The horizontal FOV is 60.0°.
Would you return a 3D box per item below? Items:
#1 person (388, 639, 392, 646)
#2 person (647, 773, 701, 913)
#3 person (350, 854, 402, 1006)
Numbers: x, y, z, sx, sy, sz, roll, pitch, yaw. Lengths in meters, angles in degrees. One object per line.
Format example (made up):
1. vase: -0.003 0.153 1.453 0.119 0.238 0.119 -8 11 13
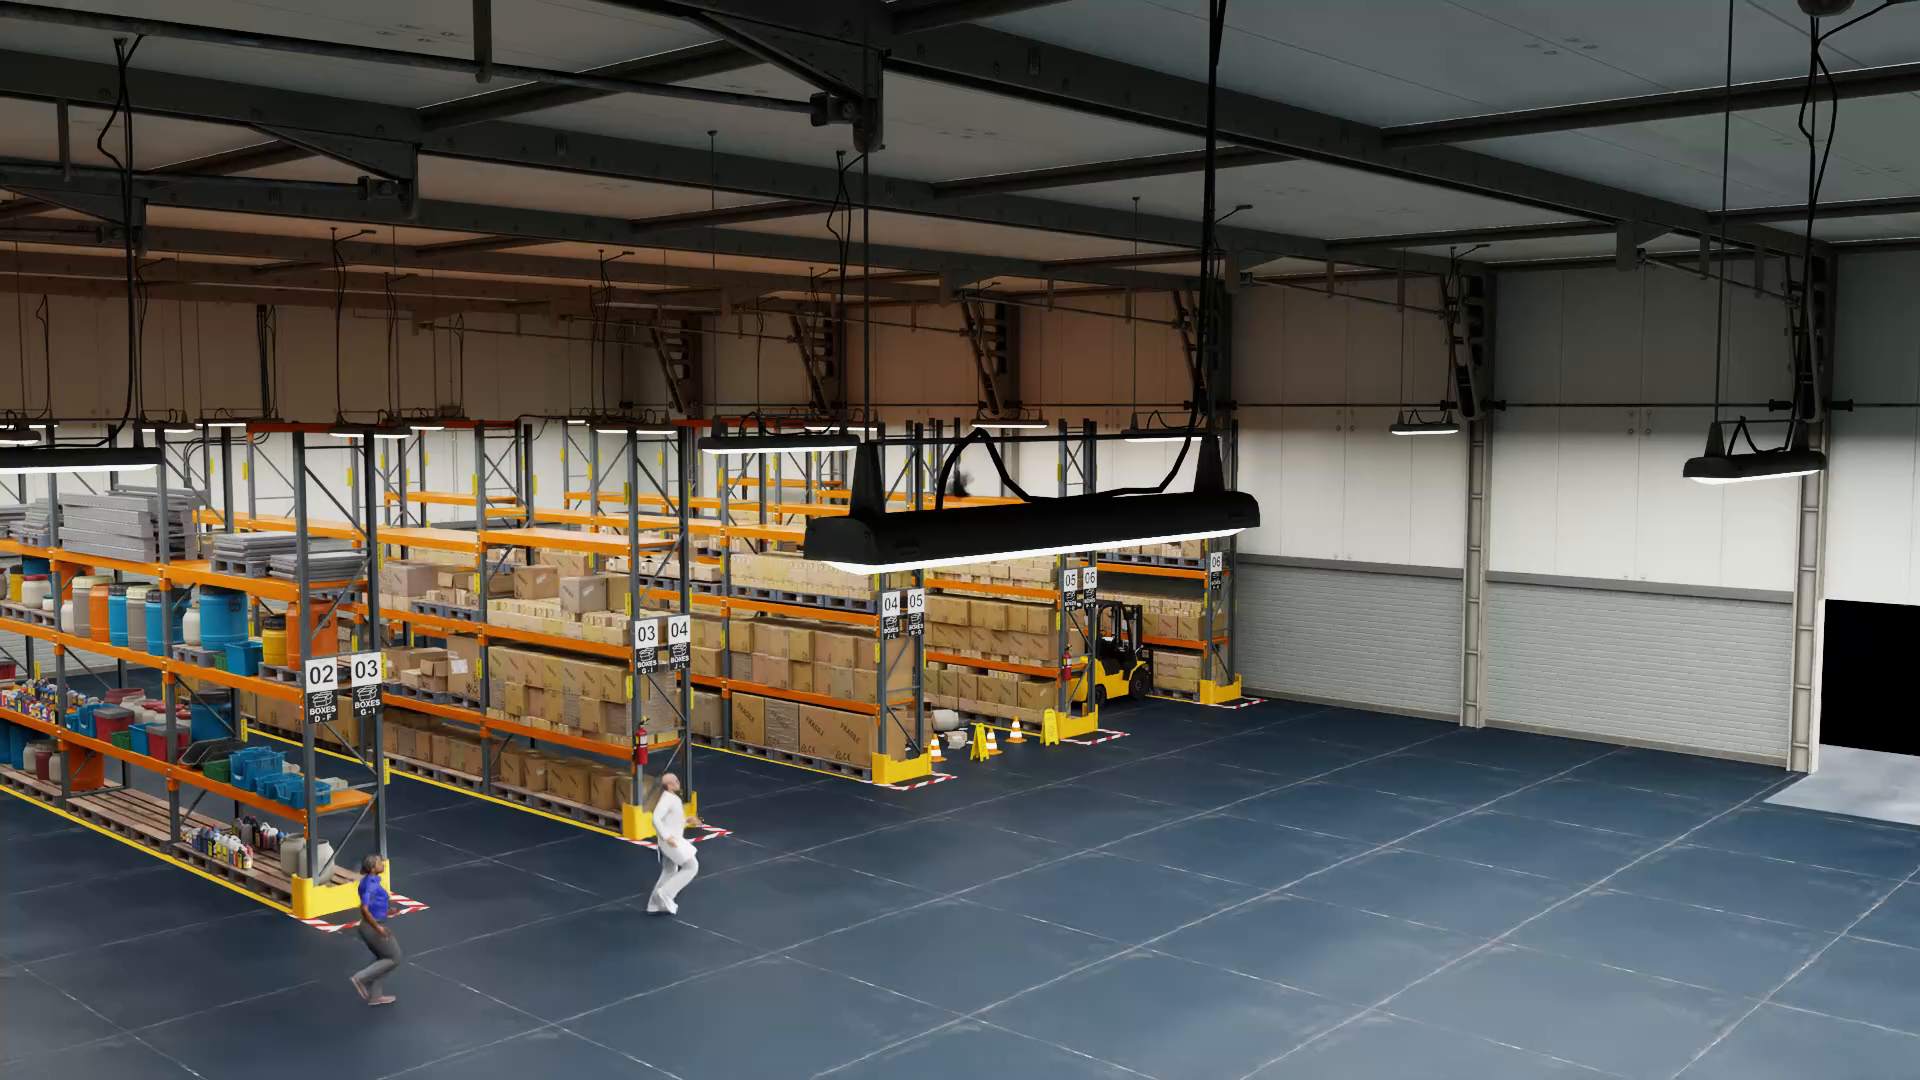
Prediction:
1. person: -12.639 2.692 36.278 0.527 1.382 0.569 -4 6 -37
2. person: -3.552 3.779 20.661 0.695 1.700 0.687 -1 5 -17
3. person: -6.151 4.104 17.484 0.566 1.597 0.588 -3 6 -34
